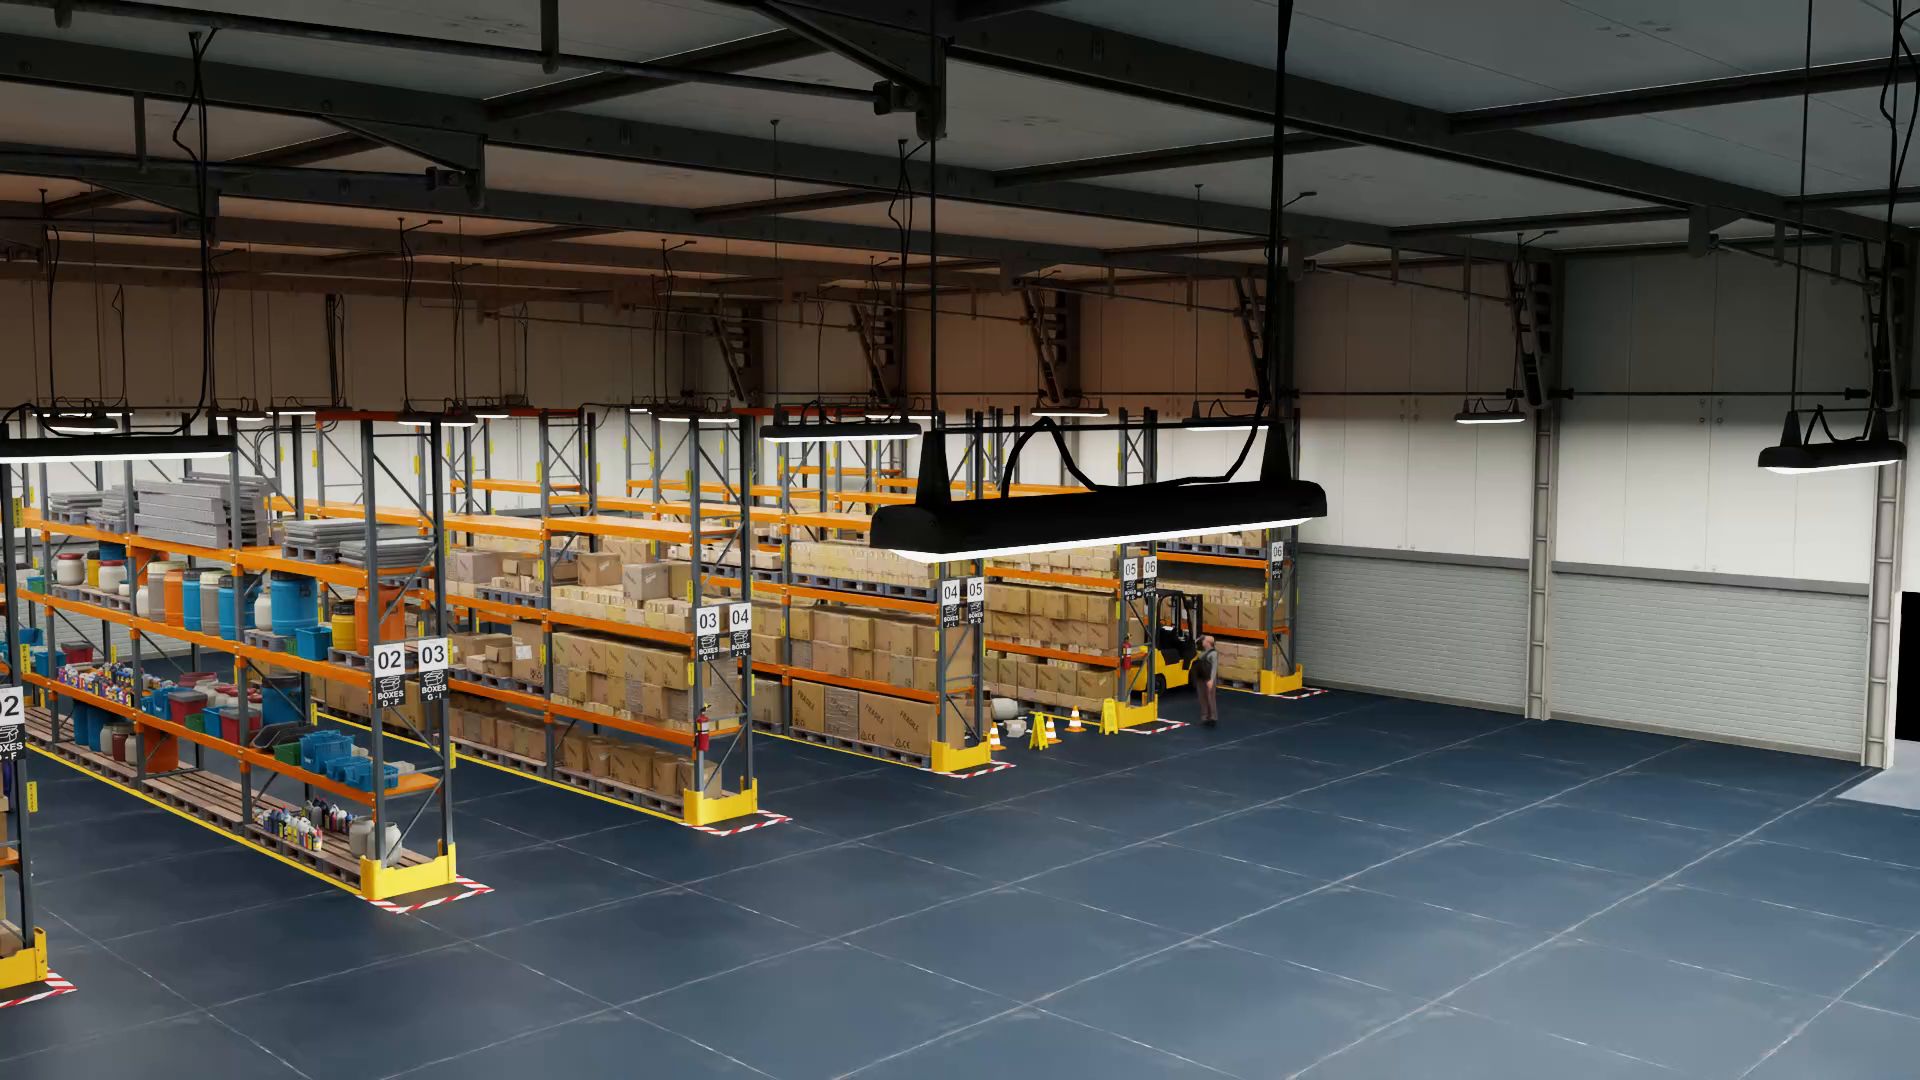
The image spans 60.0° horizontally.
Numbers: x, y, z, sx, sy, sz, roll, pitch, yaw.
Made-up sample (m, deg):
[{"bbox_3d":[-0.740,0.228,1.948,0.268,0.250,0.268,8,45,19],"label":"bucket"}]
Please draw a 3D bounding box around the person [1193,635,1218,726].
[{"bbox_3d":[4.694,2.676,31.624,0.429,1.734,0.552,-4,6,-38],"label":"person"}]

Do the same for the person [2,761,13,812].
[{"bbox_3d":[-14.627,3.286,25.146,0.665,1.616,0.457,4,7,41],"label":"person"}]
